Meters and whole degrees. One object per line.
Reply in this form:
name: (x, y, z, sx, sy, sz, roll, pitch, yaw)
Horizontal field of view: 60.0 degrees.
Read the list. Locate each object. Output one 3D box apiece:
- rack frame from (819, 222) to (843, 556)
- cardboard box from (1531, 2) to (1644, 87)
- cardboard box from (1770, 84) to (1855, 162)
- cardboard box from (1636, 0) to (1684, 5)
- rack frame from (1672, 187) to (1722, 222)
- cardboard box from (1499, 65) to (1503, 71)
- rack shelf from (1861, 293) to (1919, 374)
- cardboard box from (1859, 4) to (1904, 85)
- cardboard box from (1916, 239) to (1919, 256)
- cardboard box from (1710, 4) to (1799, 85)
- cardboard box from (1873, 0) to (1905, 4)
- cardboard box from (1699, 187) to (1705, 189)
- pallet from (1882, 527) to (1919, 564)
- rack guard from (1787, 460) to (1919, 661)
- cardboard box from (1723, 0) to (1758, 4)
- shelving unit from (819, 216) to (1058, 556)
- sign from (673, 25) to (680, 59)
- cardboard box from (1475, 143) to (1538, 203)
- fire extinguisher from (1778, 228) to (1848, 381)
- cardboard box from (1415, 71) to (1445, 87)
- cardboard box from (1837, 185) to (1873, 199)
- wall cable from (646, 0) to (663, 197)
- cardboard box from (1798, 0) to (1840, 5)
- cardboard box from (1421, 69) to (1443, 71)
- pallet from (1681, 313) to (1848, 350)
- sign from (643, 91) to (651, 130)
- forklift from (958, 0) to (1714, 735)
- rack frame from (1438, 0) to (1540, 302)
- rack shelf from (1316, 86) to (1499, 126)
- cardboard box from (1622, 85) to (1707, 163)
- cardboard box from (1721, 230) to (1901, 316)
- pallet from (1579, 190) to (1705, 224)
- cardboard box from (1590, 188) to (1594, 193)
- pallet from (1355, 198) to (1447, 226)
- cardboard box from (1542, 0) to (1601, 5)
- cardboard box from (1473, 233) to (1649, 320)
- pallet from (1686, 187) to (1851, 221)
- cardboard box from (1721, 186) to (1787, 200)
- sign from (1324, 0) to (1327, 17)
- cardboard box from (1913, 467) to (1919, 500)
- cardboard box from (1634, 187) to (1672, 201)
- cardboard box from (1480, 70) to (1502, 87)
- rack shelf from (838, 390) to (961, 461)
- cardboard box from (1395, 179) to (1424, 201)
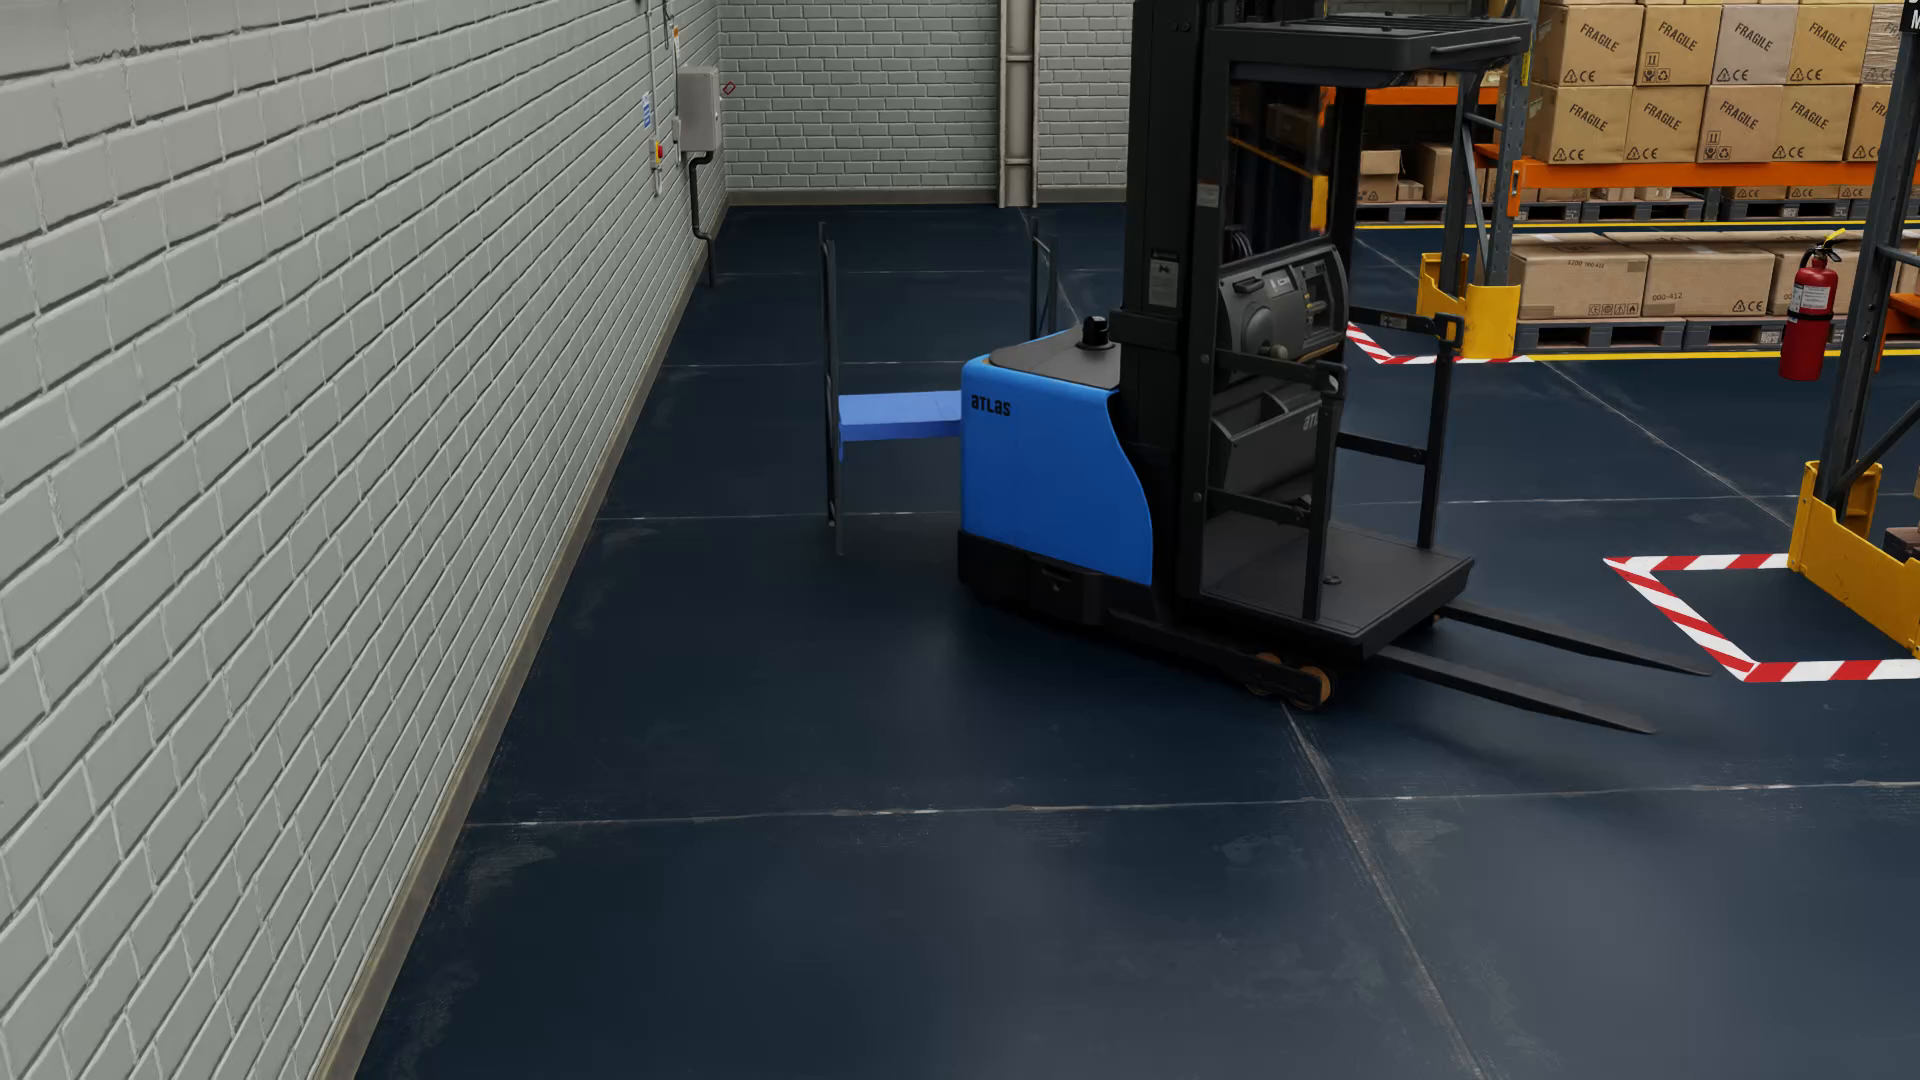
rack frame: (-0.612, -0.712, 7.883, 0.032, 1.500, 0.500, -3, 21, -8)
cardboard box: (4.115, -3.270, 10.949, 0.500, 0.500, 0.500, -2, 21, -4)
cardboard box: (5.627, -2.842, 11.231, 0.500, 0.500, 0.500, 0, 21, -1)
cardboard box: (4.514, -3.569, 10.822, 0.250, 0.149, 0.380, -1, 21, -1)
rack frame: (7.326, -4.692, 16.230, 0.127, 3.000, 1.000, -1, 21, -3)
cardboard box: (5.320, -4.633, 15.867, 0.500, 0.250, 0.500, -2, 21, -4)
rack shelf: (6.000, -0.796, 7.007, 4.000, 0.370, 1.077, -1, 21, -3)
cardboard box: (6.143, -3.314, 11.065, 0.500, 0.500, 0.500, -1, 21, -2)
cardboard box: (4.437, -1.378, 6.965, 0.500, 0.500, 0.500, -1, 21, -2)
cardboard box: (5.144, -3.297, 11.018, 0.500, 0.500, 0.500, -1, 21, -3)
cardboard box: (6.044, -3.623, 10.965, 0.250, 0.149, 0.380, -2, 21, -4)
cardboard box: (7.800, -3.835, 16.902, 0.500, 0.500, 0.500, -1, 21, -3)
pallet: (4.892, 0.206, 7.283, 1.213, 0.211, 1.003, -1, 21, -3)
rack guard: (4.079, 0.075, 7.221, 0.348, 0.500, 1.175, -1, 21, -3)
cardboard box: (5.035, -3.605, 10.916, 0.250, 0.149, 0.380, -1, 21, -3)
shelving unit: (-0.110, -0.740, 7.956, 1.048, 1.500, 0.538, -3, 21, -8)
sign: (-2.186, -3.836, 12.821, 0.001, 0.242, 0.339, -1, 21, -3)
cardboard box: (5.338, -3.597, 16.275, 0.500, 0.500, 0.500, -1, 21, -2)
fire extinguisher: (3.726, -1.040, 7.269, 0.183, 0.674, 0.296, -1, 21, -3)
cardboard box: (4.444, -4.425, 15.882, 0.250, 0.149, 0.380, -1, 21, -1)
cardboard box: (8.852, -3.673, 16.476, 0.500, 0.500, 0.500, -2, 21, -5)
wall cable: (-2.008, -3.214, 10.876, 0.123, 1.953, 0.585, -1, 21, -3)
cardboard box: (5.541, -3.590, 10.878, 0.250, 0.149, 0.380, -2, 21, -4)
cardboard box: (4.305, -4.604, 15.790, 0.500, 0.250, 0.500, -1, 21, -2)
pallet: (5.629, -1.612, 12.059, 1.213, 0.211, 1.003, -1, 21, -3)
sign: (-2.067, -2.833, 10.966, 0.001, 0.218, 0.327, -1, 21, -3)
forklift: (1.445, -0.928, 6.439, 3.031, 2.935, 1.130, 16, 26, 37)
rack frame: (3.620, -2.848, 11.385, 0.127, 3.000, 1.000, -1, 21, -3)
rack shelf: (5.330, -4.315, 16.251, 4.000, 0.370, 1.077, -1, 21, -3)
cardboard box: (4.619, -2.822, 11.178, 0.500, 0.500, 0.500, -1, 21, -4)
cardboard box: (6.087, -1.935, 11.998, 0.875, 0.438, 0.875, -2, 21, -5)
pallet: (6.641, -3.375, 16.690, 1.213, 0.211, 1.003, -1, 21, -3)
cardboard box: (6.220, -3.618, 16.824, 0.250, 0.149, 0.380, -1, 21, -4)
pallet: (4.205, -3.326, 16.560, 1.213, 0.211, 1.003, -1, 21, -3)
cardboard box: (3.990, -3.574, 10.835, 0.250, 0.149, 0.380, -1, 21, -2)
cardboard box: (4.273, -1.896, 11.895, 0.875, 0.438, 0.875, -2, 21, -5)
pallet: (8.136, -3.419, 16.804, 1.213, 0.211, 1.003, -1, 21, -3)
cardboard box: (7.822, -3.650, 16.416, 0.500, 0.500, 0.500, 0, 21, -1)
sign: (3.364, -4.823, 15.356, 0.005, 0.325, 0.100, -1, 21, -3)
cardboard box: (4.514, -0.206, 7.446, 0.250, 0.149, 0.380, -2, 21, -5)
cardboard box: (6.787, -3.441, 16.358, 0.250, 0.149, 0.380, -2, 21, -5)
cardboard box: (4.966, -4.411, 15.845, 0.250, 0.149, 0.380, -2, 21, -5)
rack shelf: (-0.110, -0.571, 8.020, 1.000, 0.185, 0.538, -3, 21, -8)
cardboard box: (4.375, -3.448, 16.379, 0.250, 0.149, 0.380, -2, 21, -5)
